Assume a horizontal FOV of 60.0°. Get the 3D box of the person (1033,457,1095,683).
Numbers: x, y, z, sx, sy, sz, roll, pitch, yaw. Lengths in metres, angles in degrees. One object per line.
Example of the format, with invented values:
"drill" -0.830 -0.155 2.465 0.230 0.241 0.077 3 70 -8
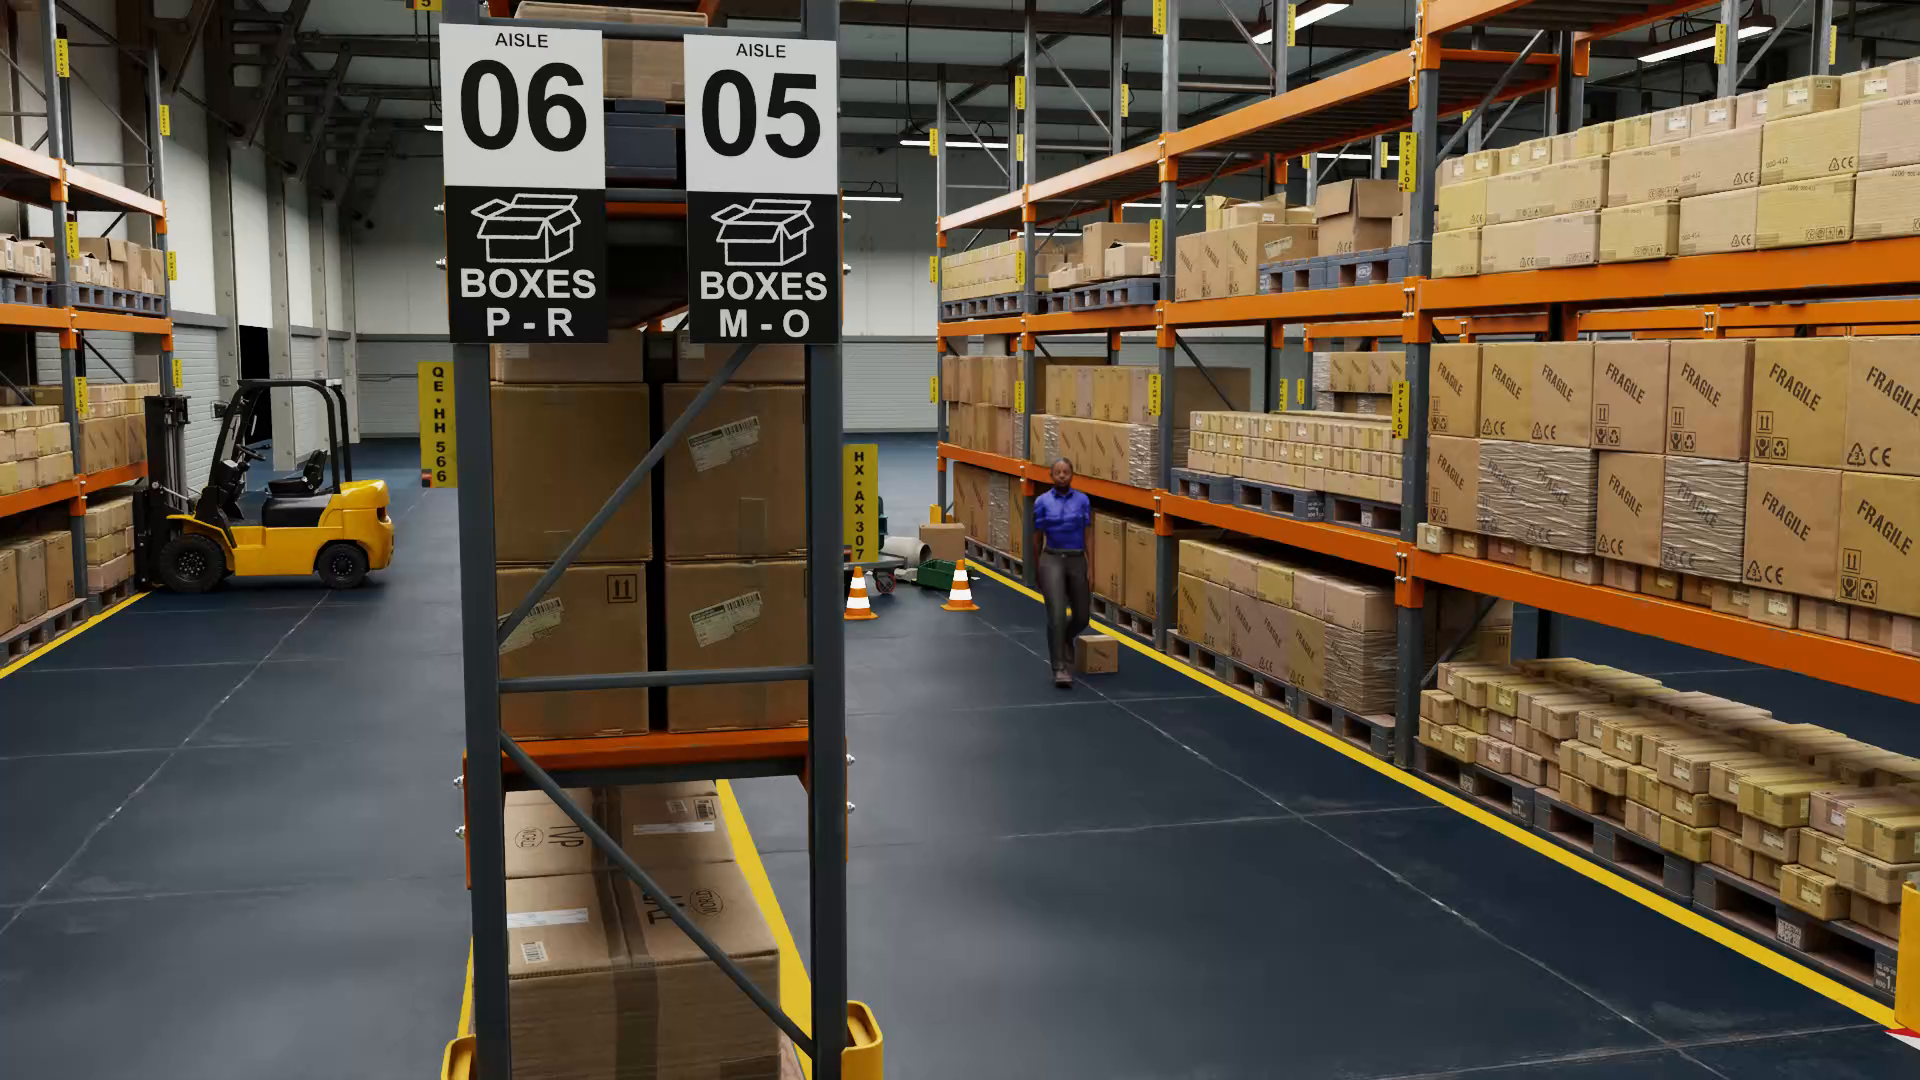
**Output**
"person" 0.757 0.195 12.277 0.439 1.623 0.795 -1 6 -10
